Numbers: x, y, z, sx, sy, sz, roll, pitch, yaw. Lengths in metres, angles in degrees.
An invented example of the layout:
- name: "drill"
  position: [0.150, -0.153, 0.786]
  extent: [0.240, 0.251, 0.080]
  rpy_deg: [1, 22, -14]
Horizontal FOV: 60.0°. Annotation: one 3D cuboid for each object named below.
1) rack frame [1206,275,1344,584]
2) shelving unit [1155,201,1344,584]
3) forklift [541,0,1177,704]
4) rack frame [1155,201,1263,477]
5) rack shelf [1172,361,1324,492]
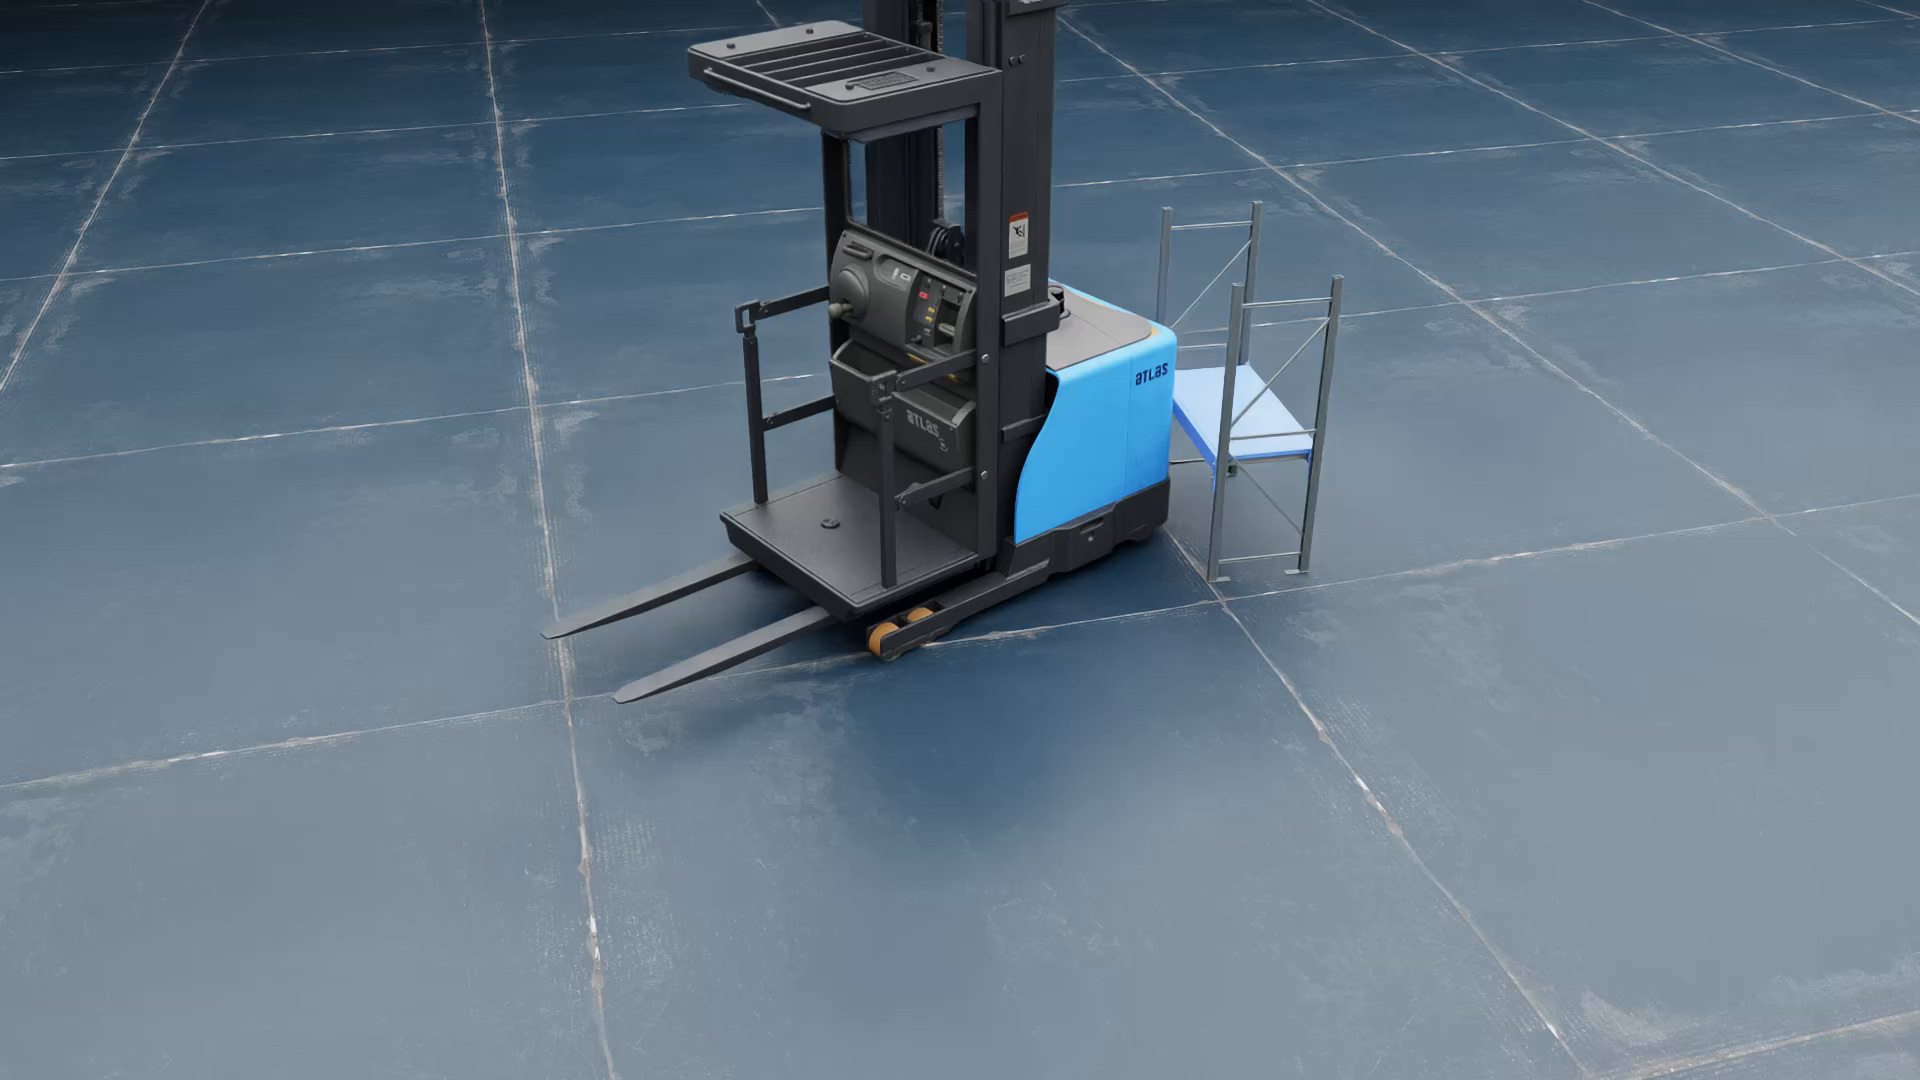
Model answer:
- name: "rack frame"
  position: [1.421, -0.474, 7.572]
  extent: [0.500, 1.500, 0.032]
  rpy_deg: [-6, 31, -10]
- name: "shelving unit"
  position: [1.324, -0.724, 8.004]
  extent: [0.538, 1.500, 1.048]
  rpy_deg: [-6, 31, -10]
- name: "forklift"
  position: [-0.420, -1.034, 7.110]
  extent: [3.031, 2.935, 1.130]
  rpy_deg: [-23, 37, -34]
- name: "rack frame"
  position: [1.226, -0.974, 8.436]
  extent: [0.500, 1.500, 0.032]
  rpy_deg: [-6, 31, -10]
- name: "rack shelf"
  position: [1.324, -0.569, 8.094]
  extent: [0.538, 0.185, 1.000]
  rpy_deg: [-6, 31, -10]
